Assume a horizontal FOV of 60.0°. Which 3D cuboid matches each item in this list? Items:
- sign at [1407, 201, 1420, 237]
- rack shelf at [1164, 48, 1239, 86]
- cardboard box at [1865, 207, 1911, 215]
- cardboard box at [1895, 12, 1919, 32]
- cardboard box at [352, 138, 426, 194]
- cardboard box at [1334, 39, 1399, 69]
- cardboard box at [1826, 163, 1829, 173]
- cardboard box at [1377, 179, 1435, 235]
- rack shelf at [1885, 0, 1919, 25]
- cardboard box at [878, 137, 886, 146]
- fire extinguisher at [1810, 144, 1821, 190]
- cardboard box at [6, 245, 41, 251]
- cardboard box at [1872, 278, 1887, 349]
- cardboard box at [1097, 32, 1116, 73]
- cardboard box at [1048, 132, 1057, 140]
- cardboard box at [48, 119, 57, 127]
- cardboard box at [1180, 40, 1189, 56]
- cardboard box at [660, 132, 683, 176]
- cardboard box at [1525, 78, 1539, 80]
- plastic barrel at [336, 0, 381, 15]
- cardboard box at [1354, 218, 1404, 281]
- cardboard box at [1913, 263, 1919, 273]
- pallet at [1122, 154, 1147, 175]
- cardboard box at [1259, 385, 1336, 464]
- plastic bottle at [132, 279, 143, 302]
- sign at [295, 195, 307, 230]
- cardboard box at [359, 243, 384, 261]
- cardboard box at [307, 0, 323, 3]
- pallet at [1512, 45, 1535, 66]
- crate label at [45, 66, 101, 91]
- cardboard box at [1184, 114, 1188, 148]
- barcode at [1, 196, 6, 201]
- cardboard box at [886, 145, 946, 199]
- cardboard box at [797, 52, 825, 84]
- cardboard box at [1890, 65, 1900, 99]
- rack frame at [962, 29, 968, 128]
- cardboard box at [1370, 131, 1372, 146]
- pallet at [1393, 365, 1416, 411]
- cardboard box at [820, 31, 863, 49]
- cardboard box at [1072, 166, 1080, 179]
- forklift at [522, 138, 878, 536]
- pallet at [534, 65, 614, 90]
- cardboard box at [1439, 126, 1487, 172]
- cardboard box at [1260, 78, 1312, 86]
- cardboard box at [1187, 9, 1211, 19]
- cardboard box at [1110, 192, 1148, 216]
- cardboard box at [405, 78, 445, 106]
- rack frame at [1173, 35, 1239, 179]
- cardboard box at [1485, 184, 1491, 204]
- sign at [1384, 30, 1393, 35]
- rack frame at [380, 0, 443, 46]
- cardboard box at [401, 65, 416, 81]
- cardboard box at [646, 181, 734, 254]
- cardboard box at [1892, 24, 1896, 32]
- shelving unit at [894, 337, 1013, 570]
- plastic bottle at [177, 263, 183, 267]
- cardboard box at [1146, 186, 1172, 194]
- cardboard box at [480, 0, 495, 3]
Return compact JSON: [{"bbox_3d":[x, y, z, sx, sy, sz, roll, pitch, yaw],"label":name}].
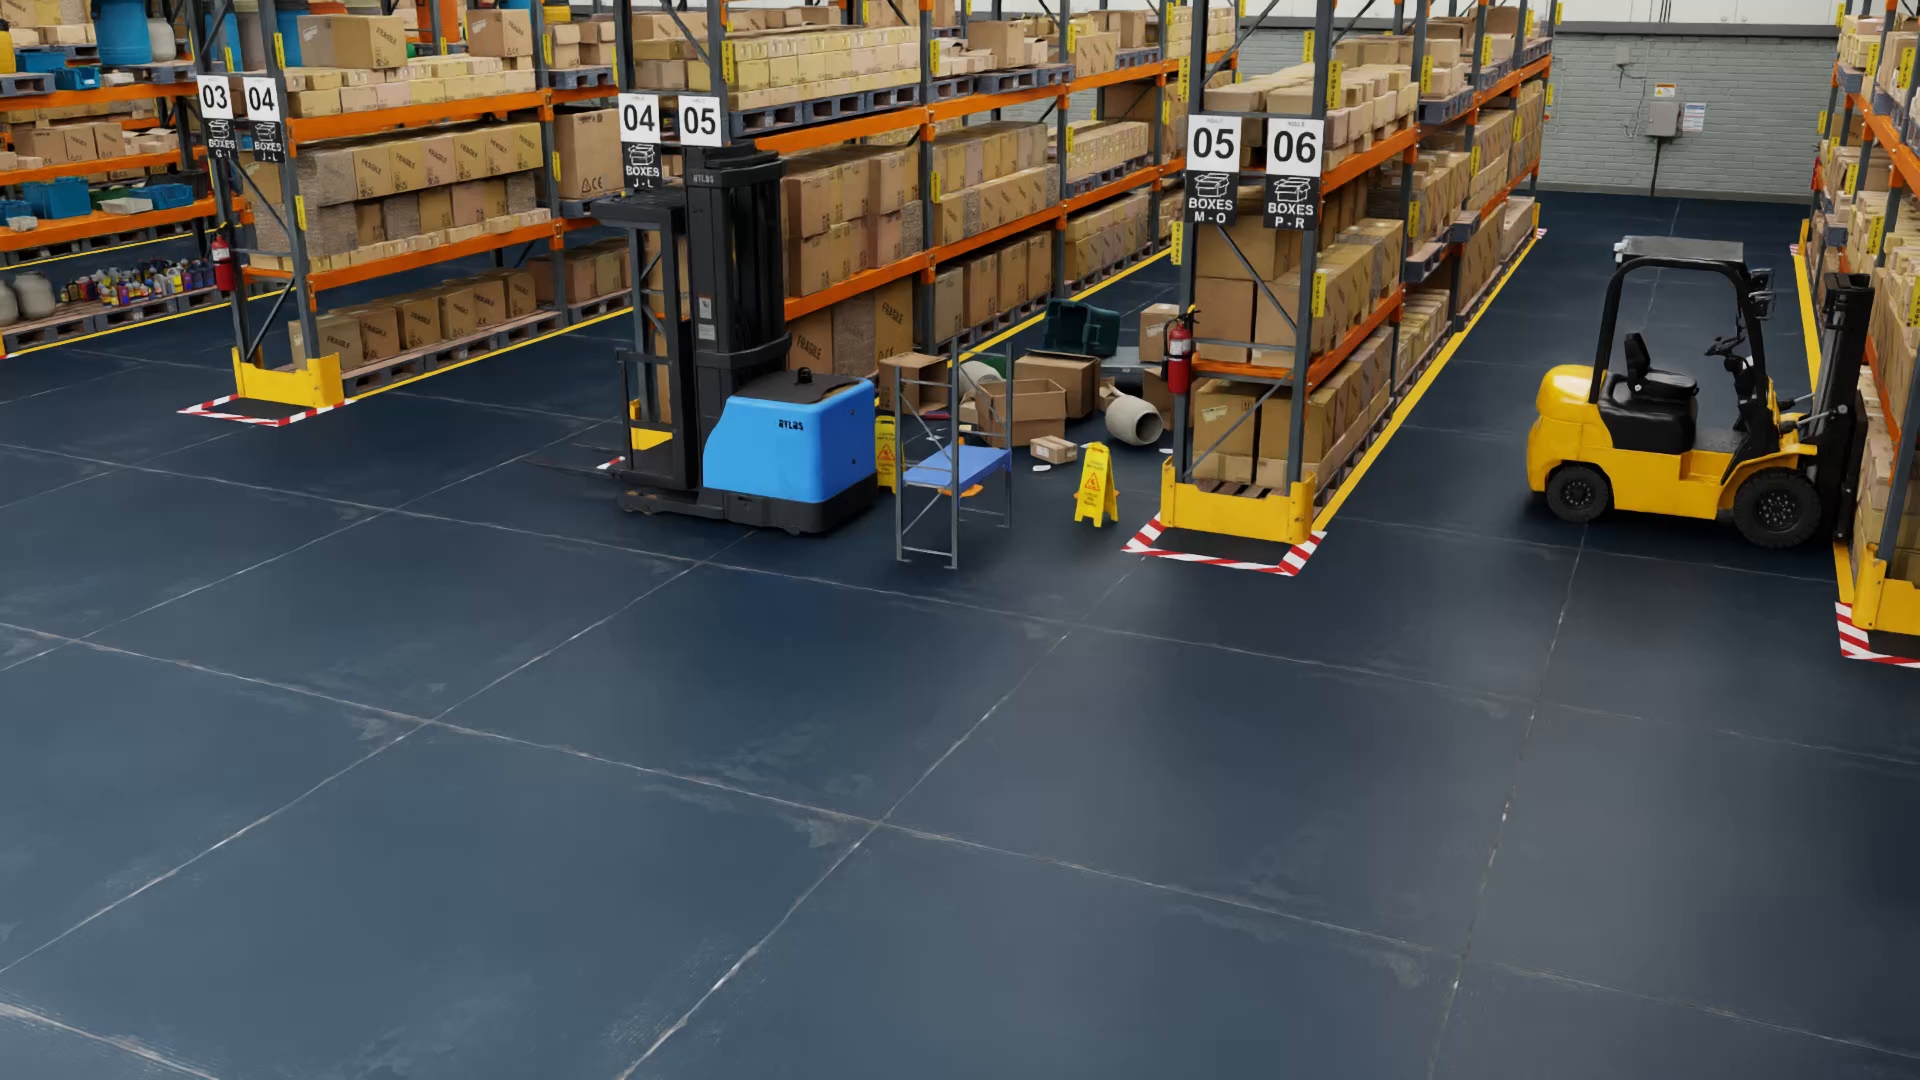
[{"bbox_3d":[4.290,-3.039,15.745,0.100,0.325,0.005,9,21,23],"label":"sign"},{"bbox_3d":[3.330,-7.483,26.129,1.077,0.370,4.000,9,21,23],"label":"rack shelf"},{"bbox_3d":[9.042,-3.146,16.220,0.380,0.149,0.250,9,21,24],"label":"cardboard box"},{"bbox_3d":[11.535,-6.241,20.101,0.396,0.266,0.258,8,21,22],"label":"cardboard box"},{"bbox_3d":[-5.999,-3.934,17.469,0.500,0.500,0.500,9,21,23],"label":"cardboard box"},{"bbox_3d":[3.913,-4.674,16.008,0.500,0.250,0.500,9,22,24],"label":"cardboard box"},{"bbox_3d":[11.992,-5.033,22.424,0.500,0.250,0.500,8,21,22],"label":"cardboard box"},{"bbox_3d":[4.450,-3.345,16.679,0.500,0.500,0.500,9,21,23],"label":"cardboard box"},{"bbox_3d":[9.141,-4.934,15.082,1.077,0.370,4.000,9,21,23],"label":"rack shelf"},{"bbox_3d":[-1.441,-6.515,27.187,0.380,0.149,0.250,8,21,21],"label":"cardboard box"},{"bbox_3d":[12.874,-5.588,24.876,0.296,0.674,0.183,9,21,23],"label":"fire extinguisher"},{"bbox_3d":[-13.894,-4.415,24.383,0.500,0.250,0.500,8,21,21],"label":"cardboard box"},{"bbox_3d":[7.704,-1.809,13.429,0.500,0.500,0.500,9,21,24],"label":"cardboard box"},{"bbox_3d":[1.748,-6.480,22.087,0.500,0.500,0.500,9,21,23],"label":"cardboard box"},{"bbox_3d":[1.187,-5.542,22.935,0.380,0.149,0.250,10,22,25],"label":"cardboard box"},{"bbox_3d":[-16.534,-7.524,29.993,0.380,0.149,0.250,8,21,22],"label":"cardboard box"},{"bbox_3d":[3.138,-7.399,25.045,0.500,0.250,0.500,8,21,22],"label":"cardboard box"},{"bbox_3d":[-3.933,-5.176,22.269,0.700,0.500,0.500,12,23,31],"label":"cardboard box"},{"bbox_3d":[8.742,-7.058,25.729,0.380,0.149,0.250,9,21,23],"label":"cardboard box"},{"bbox_3d":[-8.664,-7.393,24.057,0.600,0.901,0.600,0,20,0],"label":"plastic barrel"},{"bbox_3d":[3.837,-2.720,15.548,0.500,0.500,0.500,8,21,21],"label":"cardboard box"},{"bbox_3d":[7.380,-1.976,12.487,0.380,0.149,0.250,9,21,23],"label":"cardboard box"},{"bbox_3d":[2.065,-5.493,24.224,1.003,0.211,1.213,9,21,23],"label":"pallet"},{"bbox_3d":[2.746,-0.952,13.526,0.500,0.500,0.500,8,21,21],"label":"cardboard box"},{"bbox_3d":[-10.198,-3.088,20.591,0.097,0.271,0.097,0,20,0],"label":"plastic bottle"},{"bbox_3d":[-6.392,-3.173,16.124,0.100,0.325,0.005,9,21,23],"label":"sign"},{"bbox_3d":[-6.233,-3.003,17.313,0.380,0.149,0.250,9,21,23],"label":"cardboard box"},{"bbox_3d":[-11.536,-9.223,29.024,0.600,0.600,0.600,8,21,22],"label":"cardboard box"},{"bbox_3d":[7.413,-6.769,23.181,1.003,0.211,1.213,9,21,23],"label":"pallet"},{"bbox_3d":[-10.338,-5.390,19.393,0.502,0.251,0.408,9,21,23],"label":"crate label"},{"bbox_3d":[3.379,-6.402,25.901,0.500,0.500,0.500,8,21,22],"label":"cardboard box"},{"bbox_3d":[-13.801,-4.926,23.984,0.001,0.075,0.075,9,21,23],"label":"barcode"},{"bbox_3d":[-0.567,-4.022,18.160,0.700,0.500,0.500,8,21,22],"label":"cardboard box"},{"bbox_3d":[-1.559,-4.278,15.050,0.500,0.250,0.500,8,21,22],"label":"cardboard box"},{"bbox_3d":[8.710,-4.129,14.982,0.500,0.311,0.500,8,21,21],"label":"cardboard box"},{"bbox_3d":[-0.335,-7.731,30.231,1.000,3.000,0.127,9,21,23],"label":"rack frame"},{"bbox_3d":[3.182,-3.314,13.708,0.380,0.149,0.250,8,21,21],"label":"cardboard box"},{"bbox_3d":[4.109,-1.627,17.230,1.003,0.211,1.213,9,21,23],"label":"pallet"},{"bbox_3d":[-1.142,-4.726,15.713,0.380,0.149,0.250,8,21,22],"label":"cardboard box"},{"bbox_3d":[1.350,-4.845,21.863,0.380,0.149,0.250,10,22,25],"label":"cardboard box"},{"bbox_3d":[-2.235,-1.732,13.466,3.031,2.935,1.130,9,21,24],"label":"forklift"},{"bbox_3d":[-4.899,-5.562,19.935,1.213,0.211,1.003,9,21,23],"label":"pallet"},{"bbox_3d":[6.049,-4.714,20.106,0.500,0.500,0.500,9,21,23],"label":"cardboard box"},{"bbox_3d":[2.640,-3.670,13.519,0.380,0.149,0.250,8,21,21],"label":"cardboard box"},{"bbox_3d":[3.727,-8.257,26.115,0.380,0.149,0.250,9,21,24],"label":"cardboard box"},{"bbox_3d":[2.436,-4.908,24.277,0.500,0.250,0.500,8,21,21],"label":"cardboard box"},{"bbox_3d":[-5.833,-4.764,17.634,0.500,0.250,0.500,9,22,24],"label":"cardboard box"},{"bbox_3d":[4.149,-7.020,28.231,1.000,3.000,0.127,9,21,23],"label":"rack frame"},{"bbox_3d":[6.473,-4.441,21.202,0.500,0.250,0.500,9,21,23],"label":"cardboard box"},{"bbox_3d":[4.927,-5.699,19.150,0.100,0.325,0.005,9,21,23],"label":"sign"},{"bbox_3d":[-8.130,-8.792,24.260,1.000,3.000,0.127,9,21,23],"label":"rack frame"},{"bbox_3d":[-5.940,-4.899,17.418,0.380,0.149,0.250,8,21,22],"label":"cardboard box"},{"bbox_3d":[-2.216,-2.816,14.575,0.875,0.550,0.550,9,21,23],"label":"cardboard box"},{"bbox_3d":[11.585,-6.374,20.973,0.500,0.250,0.500,9,21,23],"label":"cardboard box"},{"bbox_3d":[-0.035,-0.681,12.644,0.538,1.500,1.048,9,21,23],"label":"shelving unit"},{"bbox_3d":[-10.340,-3.563,22.030,0.097,0.201,0.097,0,20,0],"label":"plastic bottle"},{"bbox_3d":[3.253,-5.710,27.289,0.380,0.149,0.250,9,22,25],"label":"cardboard box"},{"bbox_3d":[-9.567,-10.864,32.922,0.700,0.500,0.500,9,21,23],"label":"cardboard box"}]
